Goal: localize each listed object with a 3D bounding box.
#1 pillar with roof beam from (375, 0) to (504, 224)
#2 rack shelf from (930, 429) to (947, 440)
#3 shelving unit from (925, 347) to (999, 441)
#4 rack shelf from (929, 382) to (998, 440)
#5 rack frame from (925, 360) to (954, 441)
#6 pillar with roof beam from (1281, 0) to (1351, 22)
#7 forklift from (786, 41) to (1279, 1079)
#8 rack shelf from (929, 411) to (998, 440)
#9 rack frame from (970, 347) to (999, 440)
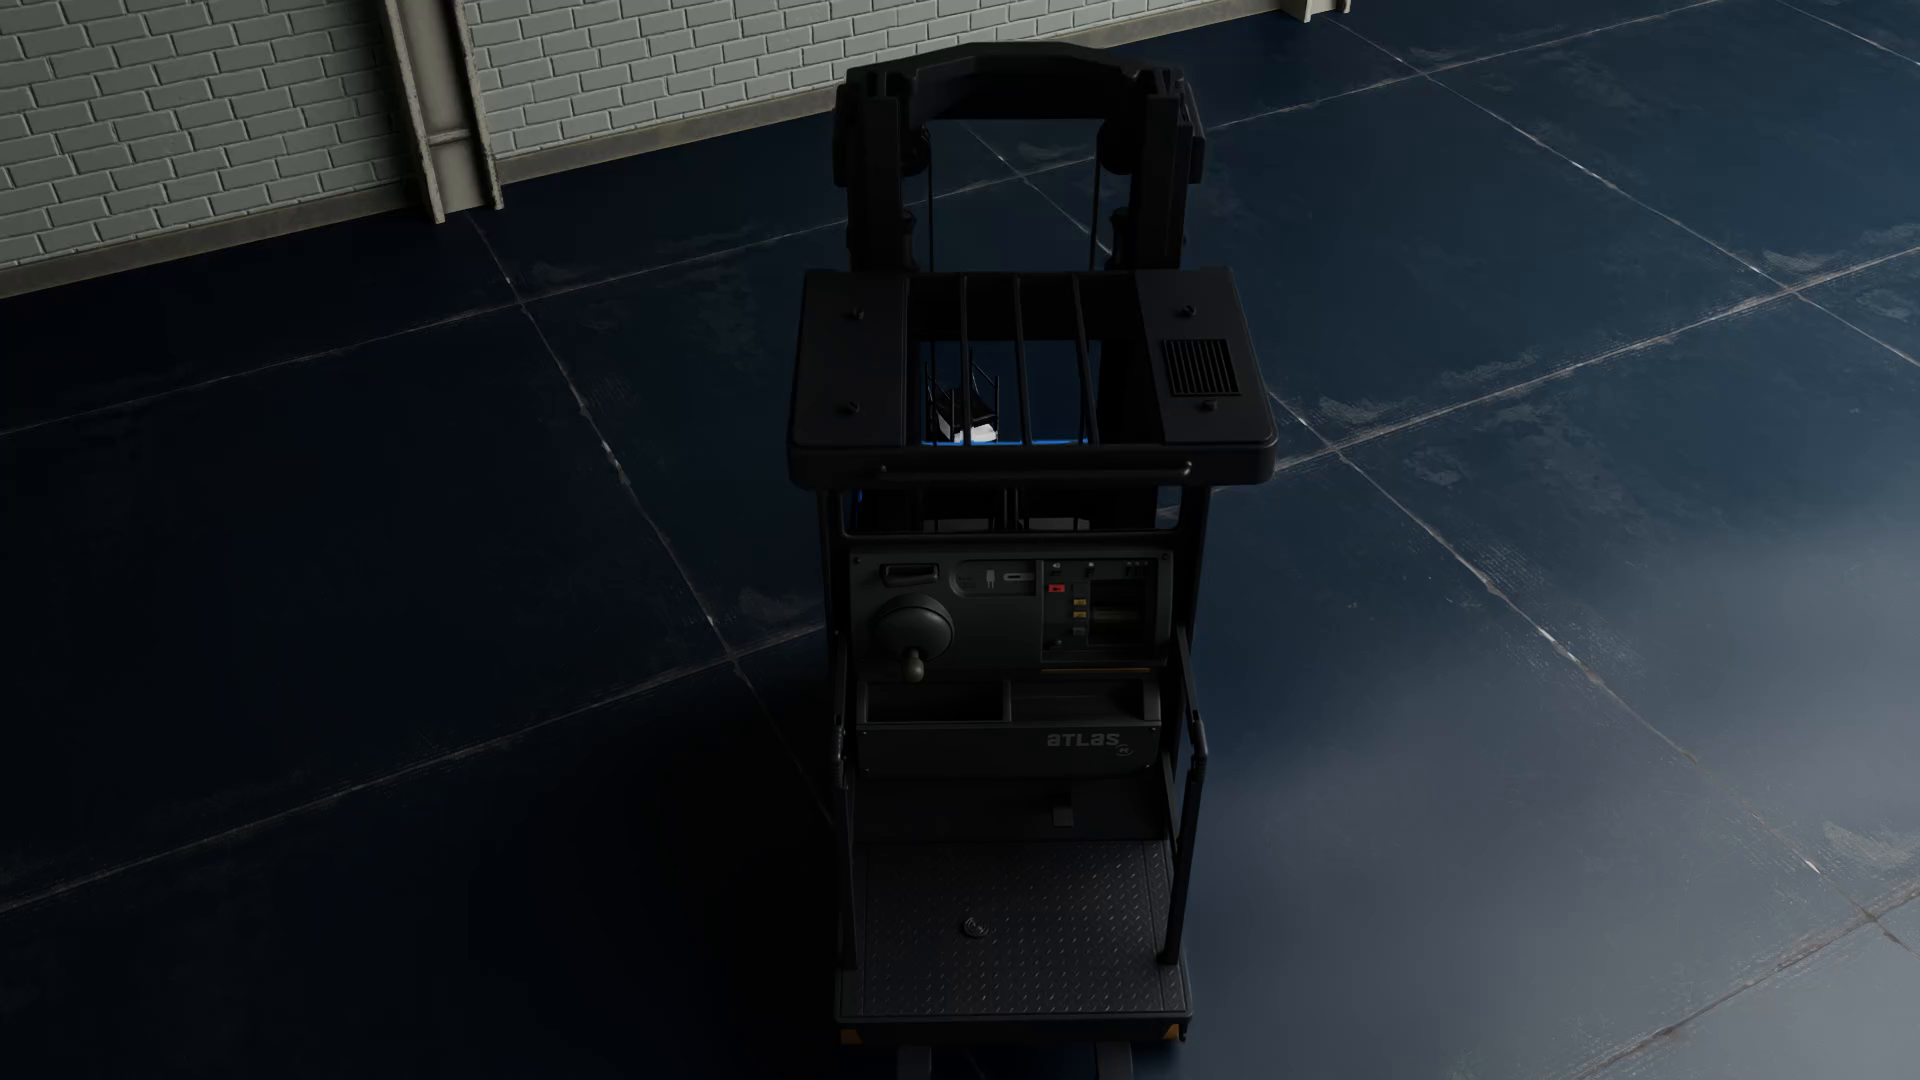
[{"bbox_3d":[-0.857,-2.892,3.701,0.400,9.000,9.100,-19,44,-21],"label":"pillar with roof beam"},{"bbox_3d":[0.007,-0.389,6.926,0.200,0.077,0.258,-19,44,-21],"label":"rack shelf"},{"bbox_3d":[0.007,-0.346,6.962,0.210,0.900,0.258,-19,44,-21],"label":"shelving unit"},{"bbox_3d":[0.007,-0.527,6.809,0.200,0.077,0.258,-19,44,-21],"label":"rack shelf"},{"bbox_3d":[-0.083,-0.316,6.926,0.006,0.900,0.240,-19,44,-21],"label":"rack frame"},{"bbox_3d":[4.464,-4.682,5.816,0.400,9.000,9.100,-19,44,-21],"label":"pillar with roof beam"},{"bbox_3d":[0.154,0.287,4.642,1.130,2.935,3.031,-1,40,-1],"label":"forklift"},{"bbox_3d":[0.007,-0.458,6.867,0.200,0.077,0.258,-19,44,-21],"label":"rack shelf"},{"bbox_3d":[0.097,-0.376,6.998,0.006,0.900,0.240,-19,44,-21],"label":"rack frame"}]
